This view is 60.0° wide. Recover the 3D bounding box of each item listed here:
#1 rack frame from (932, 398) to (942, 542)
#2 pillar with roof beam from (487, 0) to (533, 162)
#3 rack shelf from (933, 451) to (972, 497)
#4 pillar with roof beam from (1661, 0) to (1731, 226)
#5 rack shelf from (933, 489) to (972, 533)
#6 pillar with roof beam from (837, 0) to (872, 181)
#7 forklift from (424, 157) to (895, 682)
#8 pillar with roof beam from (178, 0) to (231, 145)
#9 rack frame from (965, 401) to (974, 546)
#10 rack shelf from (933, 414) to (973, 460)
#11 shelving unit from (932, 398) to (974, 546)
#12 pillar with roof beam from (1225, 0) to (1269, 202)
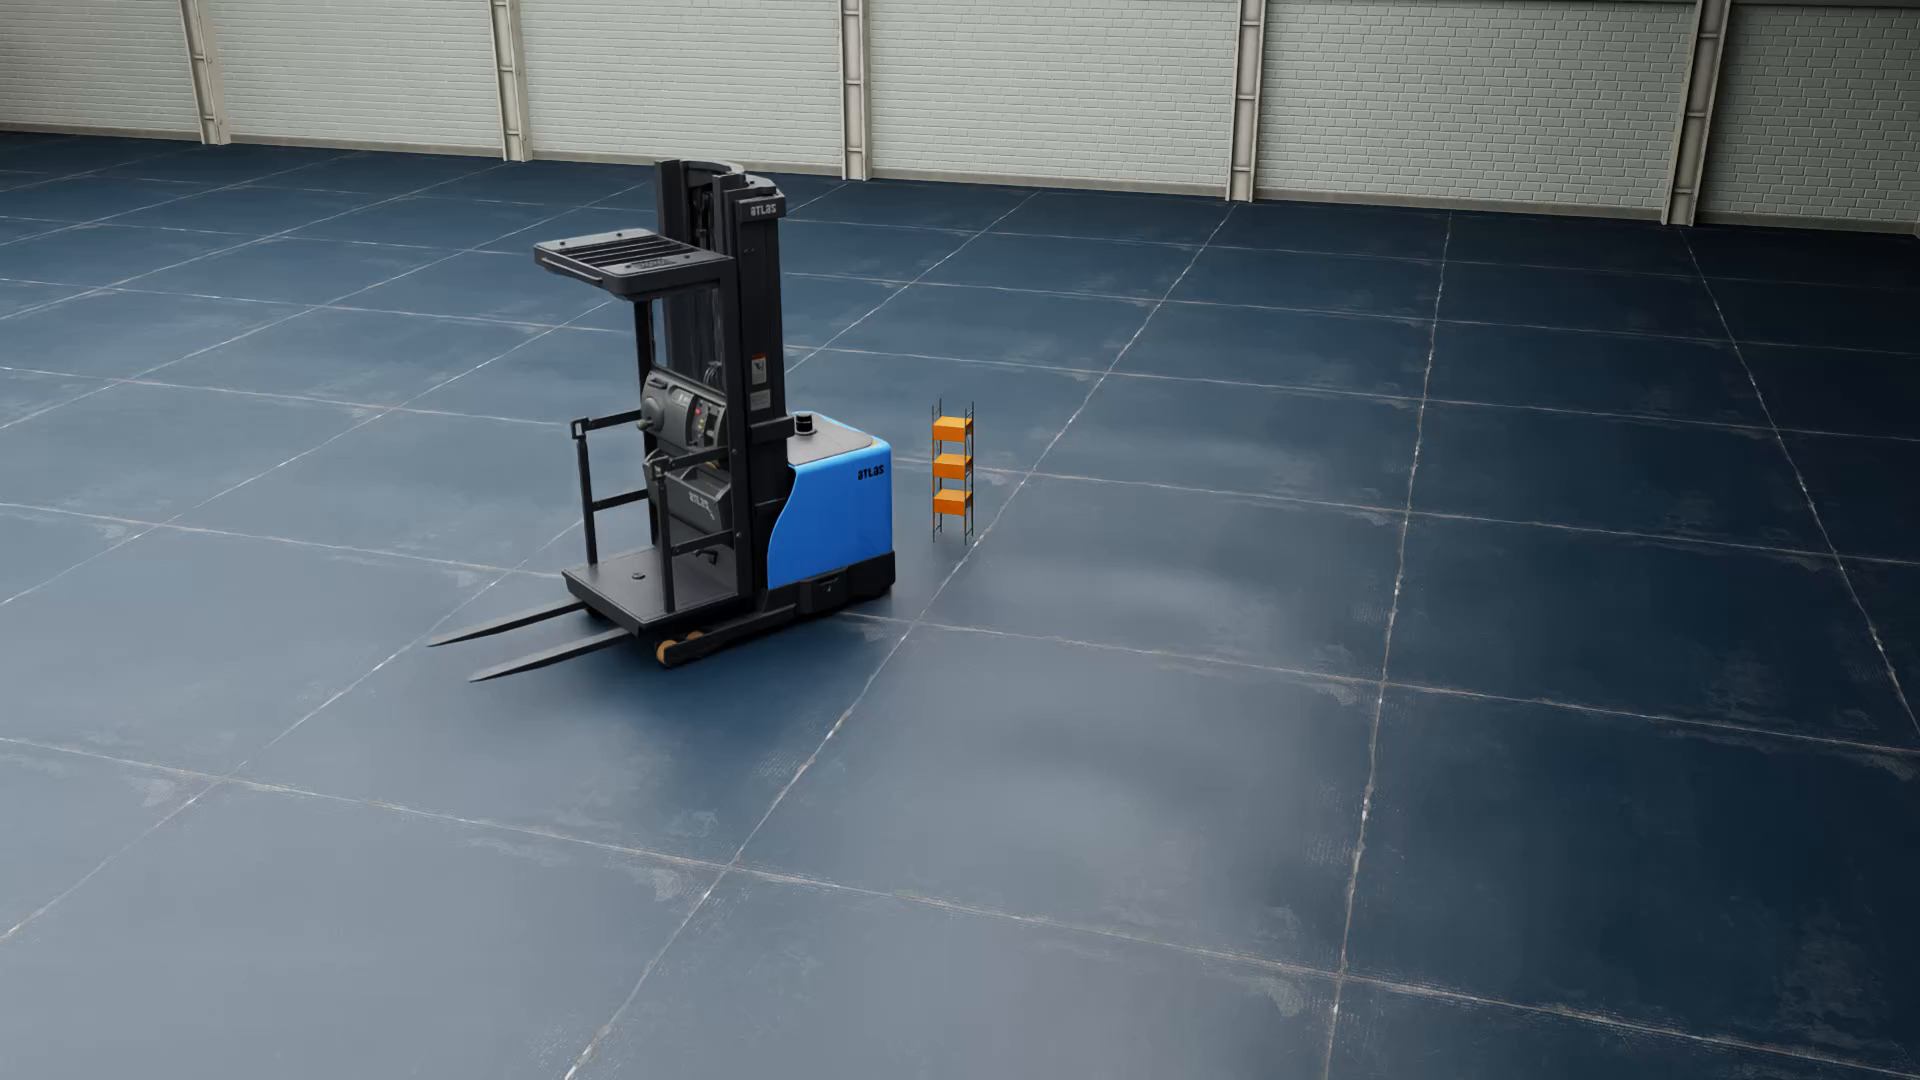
[{"bbox_3d":[-0.168,-0.505,12.118,0.008,1.050,0.200,7,23,16],"label":"rack frame"},{"bbox_3d":[-8.599,-8.939,22.204,0.400,9.000,9.100,7,23,16],"label":"pillar with roof beam"},{"bbox_3d":[-0.051,-0.482,12.089,0.240,0.259,0.215,7,23,16],"label":"rack shelf"},{"bbox_3d":[8.634,-6.965,17.393,0.400,9.000,9.100,7,23,16],"label":"pillar with roof beam"},{"bbox_3d":[-0.051,-0.225,12.195,0.240,0.259,0.215,7,23,16],"label":"rack shelf"},{"bbox_3d":[-2.855,-8.281,20.600,0.400,9.000,9.100,7,23,16],"label":"pillar with roof beam"},{"bbox_3d":[-1.899,-0.790,10.335,3.031,2.935,1.130,-17,28,-36],"label":"forklift"},{"bbox_3d":[-14.343,-9.596,23.807,0.400,9.000,9.100,7,23,16],"label":"pillar with roof beam"},{"bbox_3d":[0.066,-0.478,12.052,0.008,1.050,0.200,7,23,16],"label":"rack frame"},{"bbox_3d":[-0.051,-0.744,11.981,0.240,0.259,0.215,7,23,16],"label":"rack shelf"},{"bbox_3d":[-0.051,-0.492,12.085,0.252,1.050,0.215,7,23,16],"label":"shelving unit"},{"bbox_3d":[2.890,-7.623,18.997,0.400,9.000,9.100,7,23,16],"label":"pillar with roof beam"}]
